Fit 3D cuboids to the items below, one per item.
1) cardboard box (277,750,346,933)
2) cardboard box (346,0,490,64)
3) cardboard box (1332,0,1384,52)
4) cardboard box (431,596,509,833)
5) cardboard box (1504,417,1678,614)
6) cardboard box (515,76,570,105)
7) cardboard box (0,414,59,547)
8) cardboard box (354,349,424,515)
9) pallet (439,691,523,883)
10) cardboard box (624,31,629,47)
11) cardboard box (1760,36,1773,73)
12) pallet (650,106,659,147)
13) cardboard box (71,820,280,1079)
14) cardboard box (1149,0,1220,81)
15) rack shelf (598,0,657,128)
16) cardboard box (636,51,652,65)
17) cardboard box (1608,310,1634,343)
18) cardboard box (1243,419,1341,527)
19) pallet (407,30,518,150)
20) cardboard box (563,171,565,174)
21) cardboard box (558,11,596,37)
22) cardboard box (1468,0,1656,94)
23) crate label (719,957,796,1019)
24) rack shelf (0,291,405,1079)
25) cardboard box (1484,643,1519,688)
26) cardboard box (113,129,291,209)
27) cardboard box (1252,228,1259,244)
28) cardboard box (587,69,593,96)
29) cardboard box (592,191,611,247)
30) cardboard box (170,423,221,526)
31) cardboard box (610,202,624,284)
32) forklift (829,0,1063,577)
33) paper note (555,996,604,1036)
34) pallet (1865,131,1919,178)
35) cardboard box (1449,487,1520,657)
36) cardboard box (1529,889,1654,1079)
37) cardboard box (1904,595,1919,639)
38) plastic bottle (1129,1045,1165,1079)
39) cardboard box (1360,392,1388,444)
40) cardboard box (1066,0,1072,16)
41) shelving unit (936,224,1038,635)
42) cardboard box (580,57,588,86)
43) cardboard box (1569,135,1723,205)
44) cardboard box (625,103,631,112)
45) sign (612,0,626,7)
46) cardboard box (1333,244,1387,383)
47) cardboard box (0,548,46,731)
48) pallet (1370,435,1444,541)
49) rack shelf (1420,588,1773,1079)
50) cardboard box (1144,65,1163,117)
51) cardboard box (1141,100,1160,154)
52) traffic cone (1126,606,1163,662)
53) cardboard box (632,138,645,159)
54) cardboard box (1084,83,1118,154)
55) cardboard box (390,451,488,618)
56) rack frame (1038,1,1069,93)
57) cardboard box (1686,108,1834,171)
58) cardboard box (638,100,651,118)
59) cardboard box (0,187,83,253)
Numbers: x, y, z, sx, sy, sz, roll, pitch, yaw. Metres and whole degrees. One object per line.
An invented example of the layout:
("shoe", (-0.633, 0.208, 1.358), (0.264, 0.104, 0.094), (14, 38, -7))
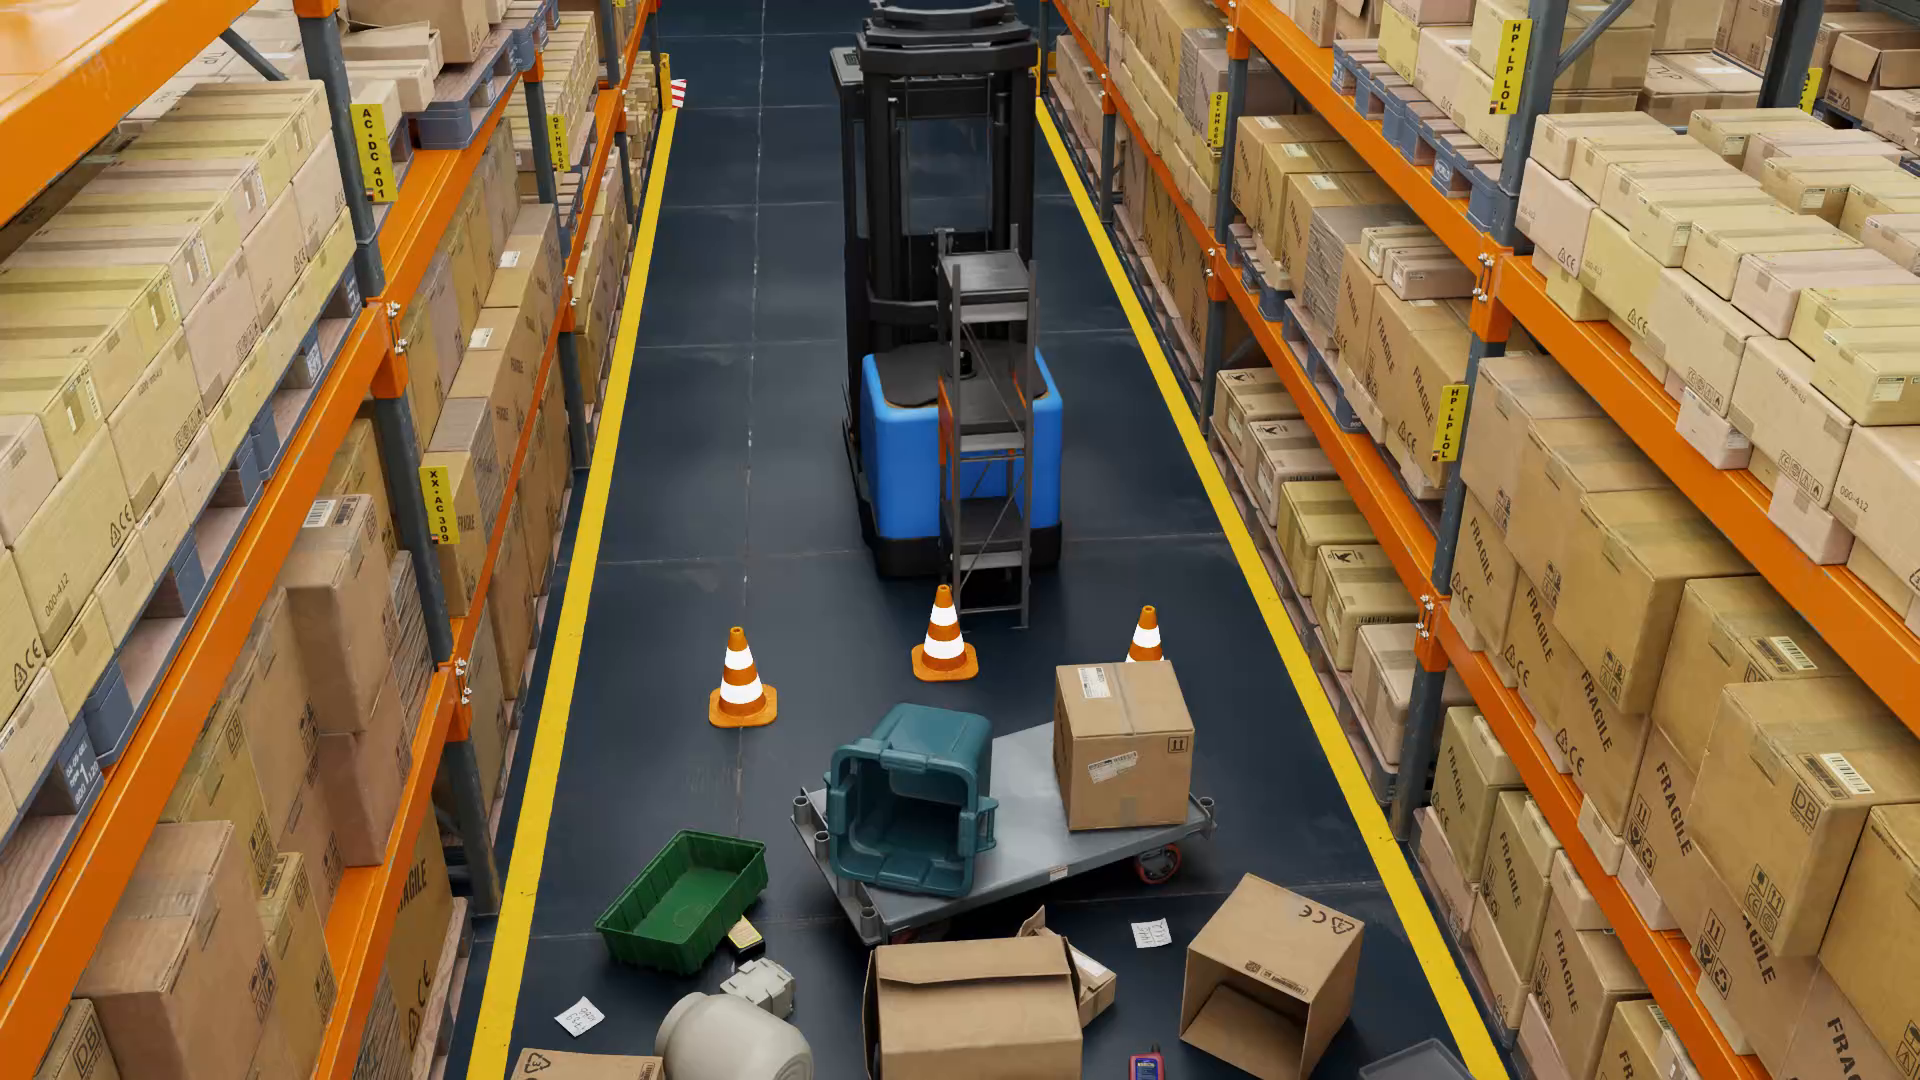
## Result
("cardboard box", (-2.413, 0.991, 5.019), (0.875, 0.550, 0.550), (-3, 31, -5))
("cardboard box", (-2.399, -2.415, 7.338), (0.500, 0.500, 0.500), (-3, 31, -5))
("cardboard box", (2.250, -2.579, 8.116), (0.797, 0.503, 0.637), (-3, 31, -5))
("cardboard box", (-2.614, 0.780, 7.303), (1.050, 0.750, 0.750), (-3, 31, -5))
("cardboard box", (2.304, -0.085, 5.604), (0.700, 0.500, 0.500), (-3, 31, -4))
("cardboard box", (-2.815, -2.979, 11.068), (0.380, 0.149, 0.250), (-2, 31, -3))
("cardboard box", (-1.901, -0.101, 3.029), (0.380, 0.149, 0.250), (-3, 31, -5))
("cardboard box", (-2.518, -0.418, 6.453), (0.700, 0.500, 0.500), (-3, 31, -5))
("pallet", (-2.613, 1.114, 7.679), (1.003, 0.211, 1.213), (-3, 31, -5))
("cardboard box", (-3.068, -4.363, 14.374), (0.380, 0.149, 0.250), (-2, 31, -4))
("cardboard box", (6.395, -3.701, 12.742), (0.396, 0.266, 0.258), (-1, 31, -2))
("pallet", (-3.540, -4.167, 16.521), (1.003, 0.211, 1.213), (-3, 31, -5))
("cardboard box", (-2.149, 1.061, 3.849), (0.875, 0.550, 0.550), (-3, 31, -5))
("cardboard box", (1.634, -3.522, 11.648), (0.500, 0.500, 0.500), (-3, 31, -5))
("rack shelf", (-3.400, -4.490, 15.043), (1.077, 0.370, 4.000), (-3, 31, -5))
("cardboard box", (-3.286, -4.773, 16.607), (0.380, 0.149, 0.250), (-2, 31, -4))
("cardboard box", (2.340, -0.733, 5.372), (0.380, 0.149, 0.250), (-3, 31, -5))
("cardboard box", (2.199, -0.411, 9.666), (0.950, 0.372, 0.625), (-3, 31, -6))
("pallet", (-2.619, -2.045, 7.507), (1.003, 0.211, 1.213), (-1, 31, -2))
("cardboard box", (-2.758, -2.458, 10.776), (0.380, 0.149, 0.250), (-1, 31, -2))
("cardboard box", (-2.982, -3.910, 12.626), (0.380, 0.149, 0.250), (-1, 31, -2))
("cardboard box", (2.272, -1.890, 6.313), (0.500, 0.250, 0.500), (-2, 31, -3))
("crate label", (-0.808, 1.801, 6.602), (0.250, 0.136, 0.298), (27, 40, 37))
("rack shelf", (-2.279, 0.349, 4.017), (1.077, 0.370, 4.000), (-3, 31, -5))
("cardboard box", (2.238, 0.429, 6.352), (0.380, 0.149, 0.250), (-2, 31, -3))
("cardboard box", (-2.068, -1.010, 4.551), (0.380, 0.149, 0.250), (-3, 31, -5))
("cardboard box", (1.917, -1.776, 9.633), (0.380, 0.149, 0.250), (-5, 31, -8))
("cardboard box", (-2.933, -3.397, 12.347), (0.380, 0.149, 0.250), (-3, 31, -5))
("cardboard box", (-2.794, -2.306, 11.983), (0.500, 0.250, 0.500), (-4, 31, -7))
("cardboard box", (-1.970, -0.146, 3.883), (0.380, 0.149, 0.250), (-3, 31, -5))
("cardboard box", (-2.846, -2.257, 12.631), (0.500, 0.500, 0.500), (-3, 31, -6))
("forklift", (-0.158, -1.791, 9.890), (1.130, 2.935, 3.031), (-4, 31, -7))
("paper note", (-1.502, 1.881, 6.570), (0.142, 0.020, 0.147), (27, 40, 37))
("pallet", (6.887, -2.524, 11.238), (1.213, 0.211, 1.003), (-3, 31, -5))
("cardboard box", (2.216, 0.086, 6.294), (0.500, 0.500, 0.500), (-3, 31, -5))
("cardboard box", (2.348, 1.548, 5.774), (0.500, 0.500, 0.500), (-1, 31, -2))
("cardboard box", (2.440, 0.192, 3.824), (0.380, 0.149, 0.250), (-3, 31, -5))
("plastic bottle", (0.706, 2.028, 6.294), (0.133, 0.061, 0.283), (2, 31, 4))
("cardboard box", (2.063, -0.569, 7.613), (0.380, 0.149, 0.250), (-3, 31, -5))
("cardboard box", (1.259, -5.120, 15.299), (0.500, 0.500, 0.500), (-2, 31, -3))
("shelving unit", (0.128, -0.533, 8.595), (0.431, 2.100, 0.503), (-4, 31, -7))
("cardboard box", (-2.904, -3.383, 12.034), (0.380, 0.149, 0.250), (-4, 31, -6))
("cardboard box", (2.211, -1.196, 5.370), (0.380, 0.149, 0.250), (-2, 31, -3))
("cardboard box", (-3.176, -3.846, 15.055), (0.380, 0.149, 0.250), (-4, 31, -7))
("sign", (-2.661, -4.303, 12.900), (0.100, 0.325, 0.005), (-3, 31, -5))
("cardboard box", (2.091, -1.074, 7.826), (0.500, 0.500, 0.500), (-2, 31, -3))
("cardboard box", (-1.931, 0.257, 2.818), (0.500, 0.250, 0.500), (-3, 31, -5))
("pallet", (2.526, -0.297, 7.508), (1.003, 0.211, 1.213), (-3, 31, -5))
("rack shelf", (2.640, 1.348, 5.269), (1.077, 0.370, 4.000), (-3, 31, -5))
("cardboard box", (1.612, -3.196, 11.835), (0.500, 0.250, 0.500), (-4, 31, -6))
("cardboard box", (1.603, -2.982, 11.964), (0.500, 0.250, 0.500), (-3, 31, -5))
("traffic cone", (0.943, 0.541, 8.392), (0.336, 0.463, 0.334), (-3, 31, -5))
("cardboard box", (-3.089, -3.596, 15.215), (0.380, 0.149, 0.250), (-4, 31, -6))
("cardboard box", (1.669, -3.929, 15.492), (0.875, 0.438, 0.875), (-4, 31, -6))
("cardboard box", (-2.247, -0.017, 6.756), (0.500, 0.500, 0.500), (-2, 31, -4))
("rack frame", (1.332, -6.108, 17.051), (1.000, 3.000, 0.127), (-3, 31, -5))
("cardboard box", (2.700, -1.353, 5.632), (0.380, 0.149, 0.250), (-2, 31, -4))
("cardboard box", (-3.142, -4.119, 15.801), (0.380, 0.149, 0.250), (-2, 31, -4))
("cardboard box", (-2.651, -0.747, 4.499), (0.500, 0.250, 0.500), (-3, 31, -5))
